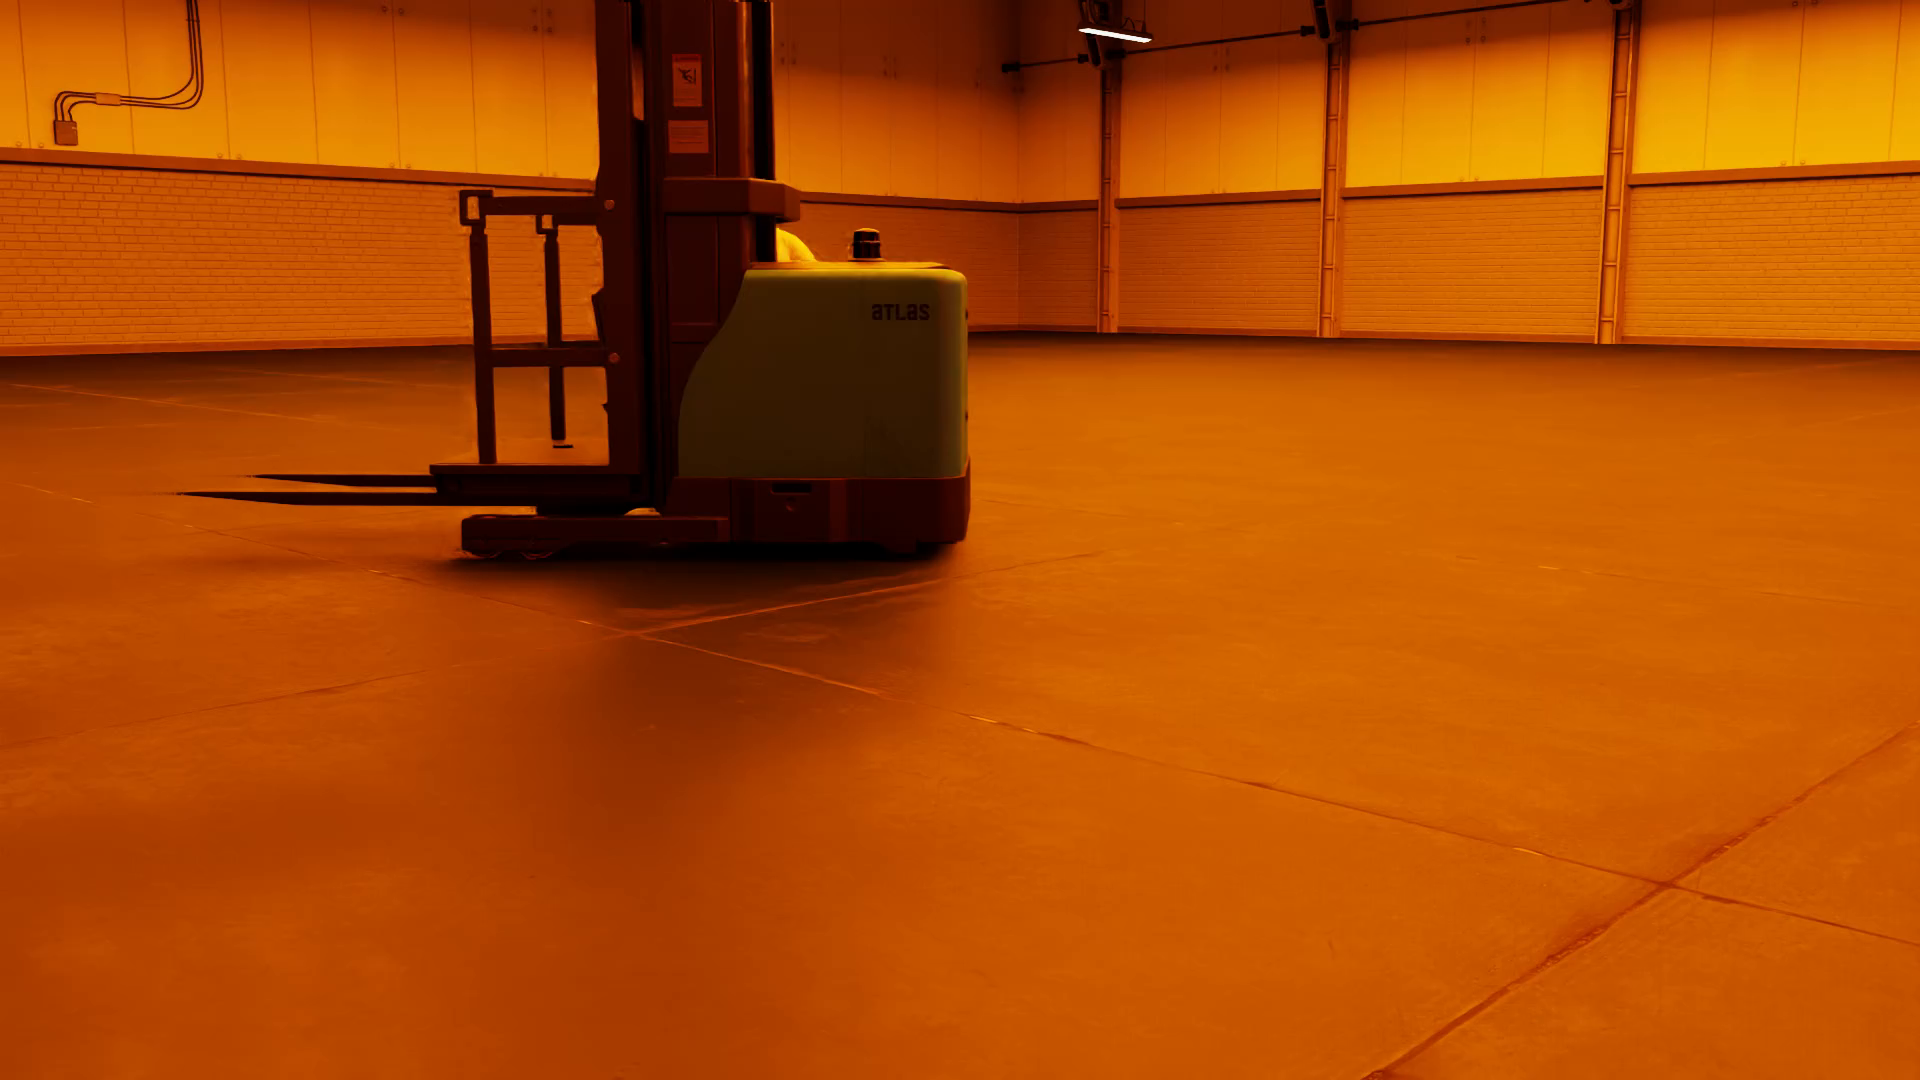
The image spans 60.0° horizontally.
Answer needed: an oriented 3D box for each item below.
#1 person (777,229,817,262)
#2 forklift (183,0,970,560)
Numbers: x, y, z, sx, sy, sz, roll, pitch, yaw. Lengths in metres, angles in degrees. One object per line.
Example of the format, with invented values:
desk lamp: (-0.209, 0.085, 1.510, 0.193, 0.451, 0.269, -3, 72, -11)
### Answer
person: (-0.802, -0.824, 7.186, 0.869, 1.537, 0.908, -6, 11, -36)
forklift: (-1.483, -1.453, 6.524, 3.031, 2.935, 1.130, 0, 9, 2)
